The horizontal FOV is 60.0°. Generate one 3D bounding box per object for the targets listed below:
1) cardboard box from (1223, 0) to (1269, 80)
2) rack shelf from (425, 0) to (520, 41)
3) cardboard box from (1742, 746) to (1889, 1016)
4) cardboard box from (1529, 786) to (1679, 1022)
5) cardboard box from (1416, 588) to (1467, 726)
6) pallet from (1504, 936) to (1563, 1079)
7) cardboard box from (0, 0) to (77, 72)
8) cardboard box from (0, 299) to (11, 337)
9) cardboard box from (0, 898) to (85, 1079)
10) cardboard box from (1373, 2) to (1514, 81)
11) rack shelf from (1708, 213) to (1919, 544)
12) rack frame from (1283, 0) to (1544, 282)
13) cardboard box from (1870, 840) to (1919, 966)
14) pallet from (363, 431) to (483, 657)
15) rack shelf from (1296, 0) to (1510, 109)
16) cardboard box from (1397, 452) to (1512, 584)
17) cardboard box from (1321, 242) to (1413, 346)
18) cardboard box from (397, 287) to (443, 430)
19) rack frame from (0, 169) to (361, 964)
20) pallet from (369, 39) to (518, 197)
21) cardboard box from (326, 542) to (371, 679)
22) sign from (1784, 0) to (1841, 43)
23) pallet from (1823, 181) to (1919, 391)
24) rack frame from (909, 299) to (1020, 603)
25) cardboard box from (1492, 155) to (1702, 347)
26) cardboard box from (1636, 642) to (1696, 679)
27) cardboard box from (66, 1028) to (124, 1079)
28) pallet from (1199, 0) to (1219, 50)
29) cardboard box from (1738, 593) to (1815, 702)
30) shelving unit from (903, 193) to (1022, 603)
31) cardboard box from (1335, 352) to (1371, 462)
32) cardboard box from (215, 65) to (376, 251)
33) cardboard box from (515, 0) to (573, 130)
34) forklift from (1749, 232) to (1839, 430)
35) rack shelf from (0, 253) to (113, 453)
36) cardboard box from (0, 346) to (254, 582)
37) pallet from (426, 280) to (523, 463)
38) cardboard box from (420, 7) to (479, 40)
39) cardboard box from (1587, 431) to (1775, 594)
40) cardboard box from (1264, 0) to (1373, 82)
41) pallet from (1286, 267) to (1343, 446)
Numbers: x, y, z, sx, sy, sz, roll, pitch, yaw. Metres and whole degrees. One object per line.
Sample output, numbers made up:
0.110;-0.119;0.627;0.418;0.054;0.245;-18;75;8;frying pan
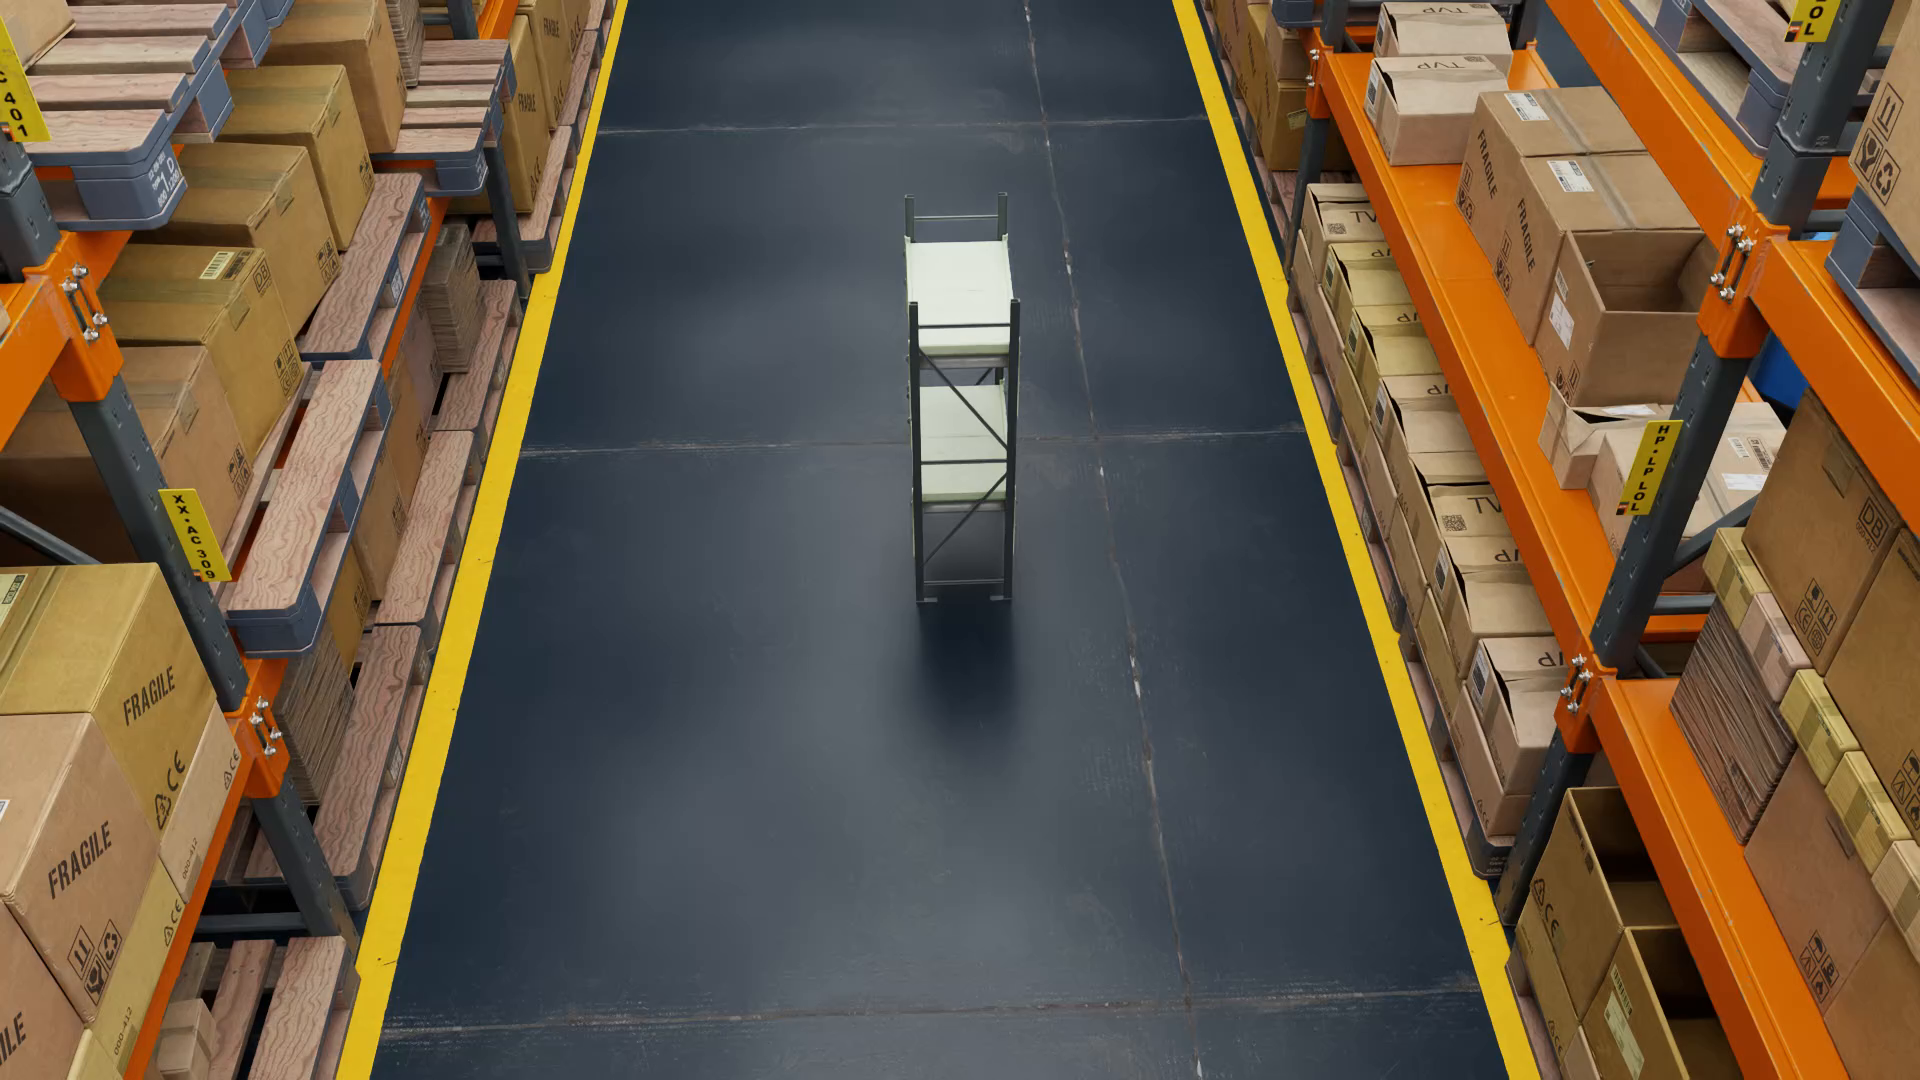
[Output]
1.888;-3.084;9.919;0.500;0.500;0.500;-3;43;-3;cardboard box
-2.821;-3.455;9.332;1.077;0.370;4.000;-2;43;-2;rack shelf
2.437;0.804;4.079;0.700;0.500;0.500;-2;43;-2;cardboard box
2.089;1.090;5.010;0.500;0.500;0.500;-2;43;-2;cardboard box
2.056;0.431;6.284;0.500;0.250;0.500;-2;43;-2;cardboard box
2.375;1.752;5.183;1.003;0.211;1.213;-2;43;-2;pallet
-2.510;-1.339;3.886;0.500;0.500;0.500;4;43;4;cardboard box
-2.298;-0.484;3.250;0.500;0.500;0.500;-1;43;-1;cardboard box
-2.200;1.089;3.383;0.500;0.500;0.500;-3;43;-3;cardboard box
2.185;-2.235;7.535;0.500;0.311;0.500;1;43;1;cardboard box
2.468;0.695;2.584;1.077;0.370;4.000;-2;43;-2;rack shelf
2.213;-2.515;7.774;1.000;3.000;0.127;-2;43;-2;rack frame
2.245;0.786;3.618;0.380;0.149;0.250;-3;43;-3;cardboard box
-2.656;0.007;7.086;1.003;0.211;1.213;-2;43;-2;pallet
2.128;-3.600;9.490;1.077;0.370;4.000;-2;43;-2;rack shelf
2.032;-0.116;6.465;0.500;0.311;0.500;-2;43;-2;cardboard box
1.972;-1.146;7.590;0.500;0.311;0.500;-3;43;-3;cardboard box
-2.748;-0.775;7.400;0.700;0.500;0.500;-2;43;-2;cardboard box
-2.566;0.330;4.670;1.000;3.000;0.127;-2;43;-2;rack frame
-2.600;-1.821;7.159;1.213;0.211;1.003;-2;43;-2;pallet
-2.686;0.246;6.286;0.700;0.500;0.500;-2;43;-3;cardboard box
1.841;-1.205;3.509;0.100;0.325;0.005;-2;43;-2;sign
2.445;-0.312;3.217;1.003;0.211;1.213;-2;43;-2;pallet
0.016;-0.301;6.469;0.400;1.500;0.023;-2;43;-2;rack frame
2.323;-1.064;6.117;0.500;0.500;0.500;-2;43;-2;cardboard box
2.614;0.552;5.738;0.500;0.311;0.500;-2;43;-2;cardboard box
-2.194;1.365;3.637;0.500;0.250;0.500;-2;43;-2;cardboard box
2.115;-3.639;11.064;1.003;0.211;1.213;-2;43;-2;pallet
2.211;0.266;4.186;0.380;0.149;0.250;-1;43;-1;cardboard box
0.000;-0.548;6.738;0.431;1.500;0.755;-2;43;-2;shelving unit
1.992;-0.604;7.413;0.500;0.250;0.500;-3;43;-3;cardboard box
-2.631;-1.412;6.171;0.700;0.500;0.500;-2;43;-2;cardboard box
-2.667;-2.824;9.391;0.750;0.750;0.750;-2;43;-2;cardboard box
5.040;-1.957;7.216;3.031;2.935;1.130;-30;50;-29;forklift
-2.482;0.840;2.426;1.077;0.370;4.000;-2;43;-2;rack shelf
-2.554;-0.213;4.863;0.700;0.500;0.500;-2;43;-2;cardboard box
-2.705;-0.815;7.982;1.003;0.211;1.213;-2;43;-2;pallet
-2.519;-2.514;7.944;0.380;0.149;0.250;-2;43;-2;cardboard box
2.318;-0.090;5.240;0.500;0.250;0.500;1;43;1;cardboard box
1.932;-2.694;8.939;0.500;0.250;0.500;0;43;0;cardboard box
2.209;-0.930;8.108;1.003;0.211;1.213;-2;43;-2;pallet
